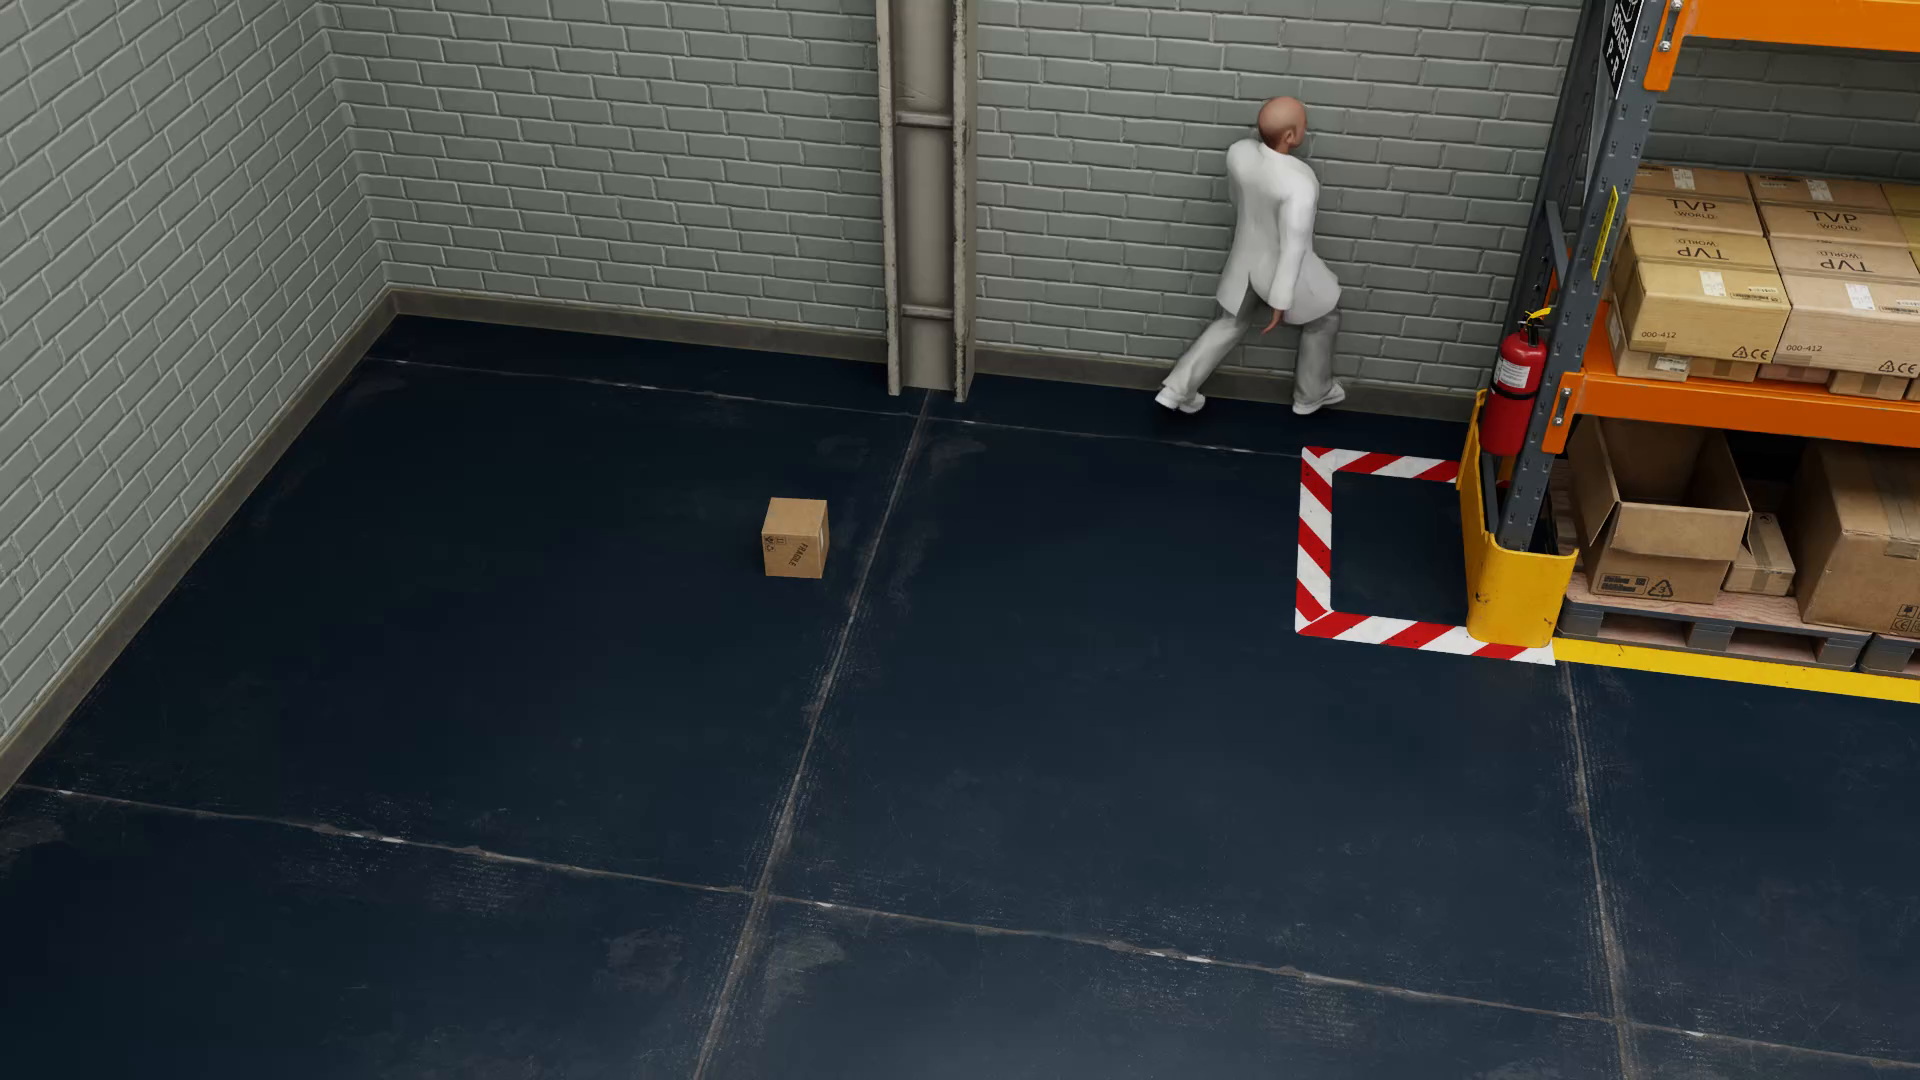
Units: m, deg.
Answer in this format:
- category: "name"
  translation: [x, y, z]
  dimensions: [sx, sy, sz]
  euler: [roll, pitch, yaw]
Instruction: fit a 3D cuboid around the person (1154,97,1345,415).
- category: "person"
  translation: [1.454, -1.285, 7.684]
  dimensions: [1.037, 1.704, 0.572]
  euler: [-27, 47, -28]
